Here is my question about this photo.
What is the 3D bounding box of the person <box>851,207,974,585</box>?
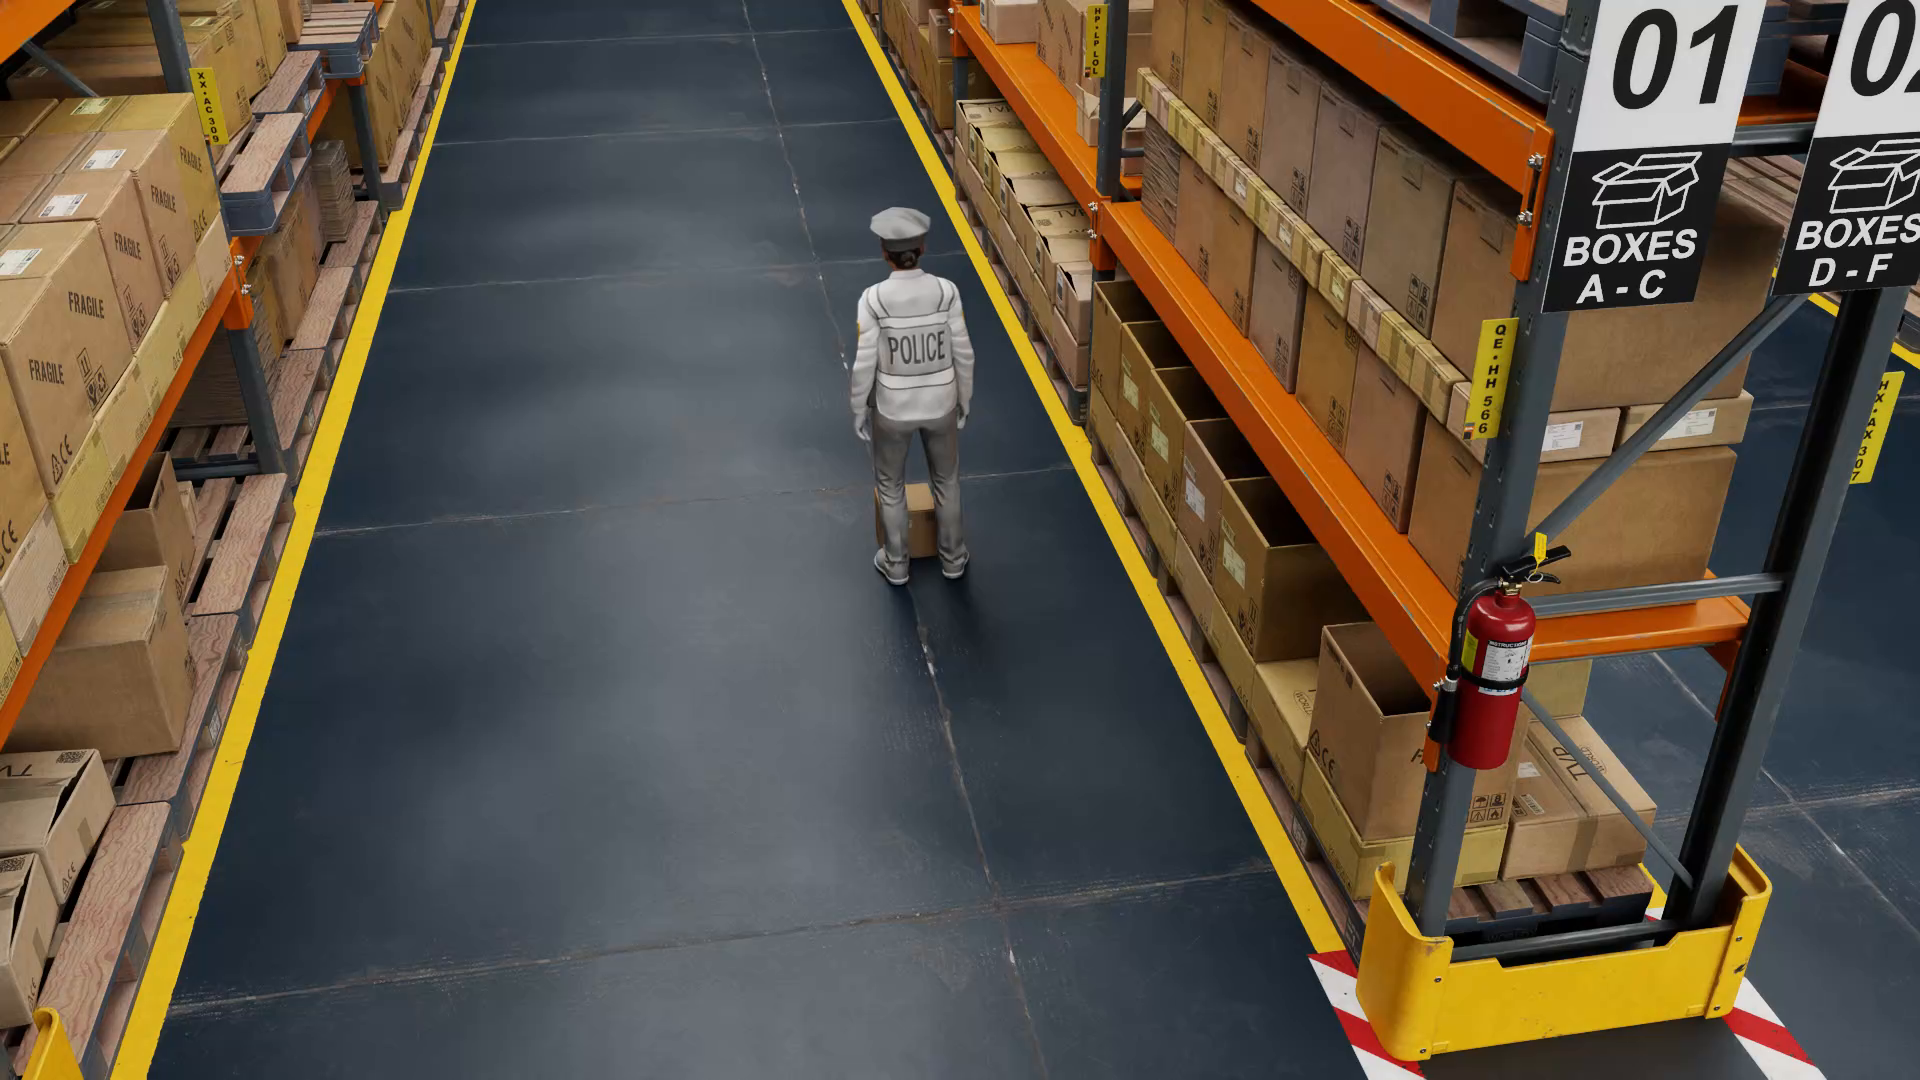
[{"bbox_3d":[-0.202,-0.567,7.079,0.534,1.662,0.374,-7,32,-11],"label":"person"}]
